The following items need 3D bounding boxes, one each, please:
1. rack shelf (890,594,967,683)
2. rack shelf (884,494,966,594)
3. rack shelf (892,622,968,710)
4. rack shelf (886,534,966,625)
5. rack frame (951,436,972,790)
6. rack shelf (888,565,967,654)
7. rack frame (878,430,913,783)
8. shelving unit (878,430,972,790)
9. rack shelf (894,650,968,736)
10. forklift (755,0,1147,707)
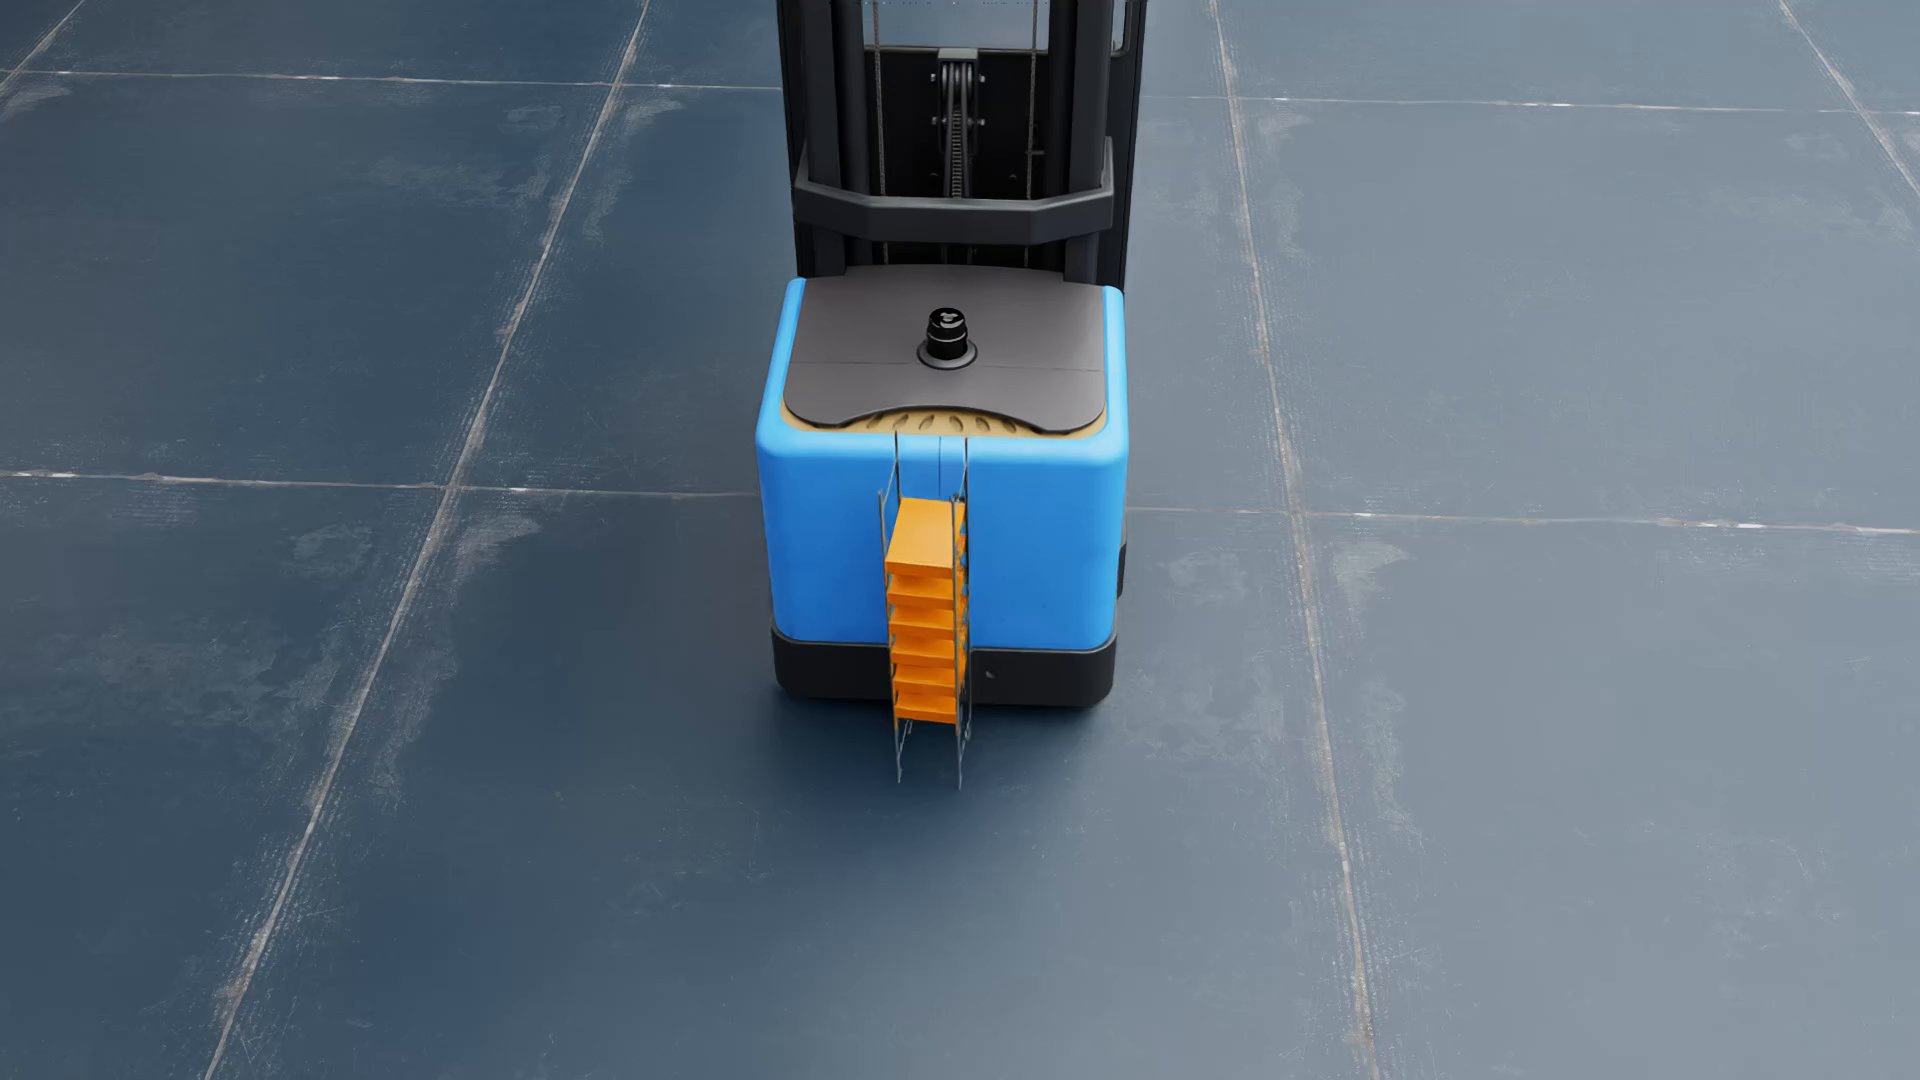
[{"bbox_3d":[-0.082,0.261,4.645,0.180,0.103,0.258,6,46,7],"label":"rack shelf"},{"bbox_3d":[-0.087,0.009,4.388,0.180,0.103,0.258,6,46,7],"label":"rack shelf"},{"bbox_3d":[-0.081,0.345,4.730,0.180,0.103,0.258,6,46,7],"label":"rack shelf"},{"bbox_3d":[-0.085,0.093,4.473,0.180,0.103,0.258,6,46,7],"label":"rack shelf"},{"bbox_3d":[0.008,0.239,4.602,0.006,1.200,0.240,6,46,7],"label":"rack frame"},{"bbox_3d":[-0.084,0.177,4.559,0.180,0.103,0.258,6,46,7],"label":"rack shelf"},{"bbox_3d":[-0.173,0.221,4.624,0.006,1.200,0.240,6,46,7],"label":"rack frame"},{"bbox_3d":[-0.083,0.230,4.613,0.189,1.200,0.258,6,46,7],"label":"shelving unit"},{"bbox_3d":[-0.079,0.430,4.816,0.180,0.103,0.258,6,46,7],"label":"rack shelf"},{"bbox_3d":[0.016,-1.553,5.267,1.130,2.935,3.031,2,43,2],"label":"forklift"}]
